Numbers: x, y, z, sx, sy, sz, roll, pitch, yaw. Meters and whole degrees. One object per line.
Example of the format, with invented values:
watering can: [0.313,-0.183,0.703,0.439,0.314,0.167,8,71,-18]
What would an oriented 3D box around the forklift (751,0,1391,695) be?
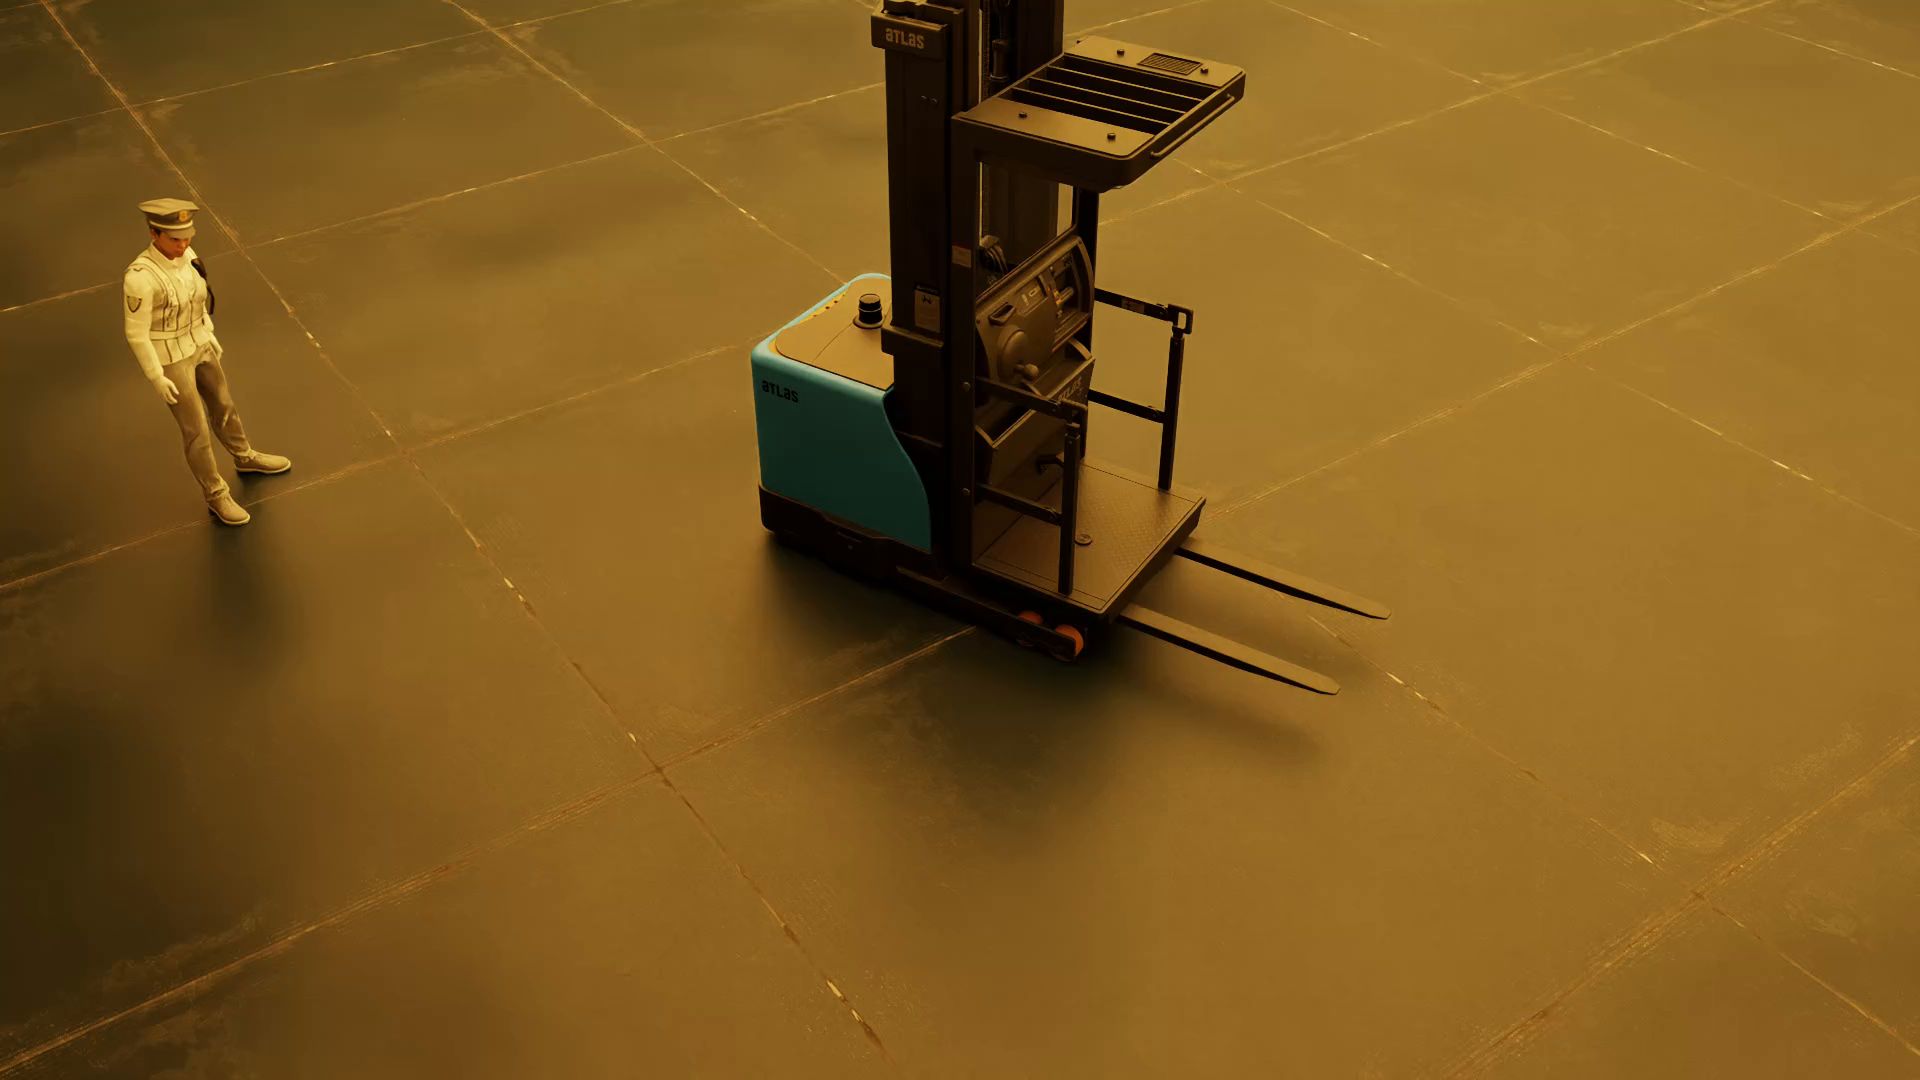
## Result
forklift: [0.514,-0.985,7.276,3.031,2.935,1.130,21,41,26]

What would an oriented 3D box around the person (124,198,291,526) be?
person: [-3.797,-0.912,8.254,0.436,1.666,0.633,7,37,9]
